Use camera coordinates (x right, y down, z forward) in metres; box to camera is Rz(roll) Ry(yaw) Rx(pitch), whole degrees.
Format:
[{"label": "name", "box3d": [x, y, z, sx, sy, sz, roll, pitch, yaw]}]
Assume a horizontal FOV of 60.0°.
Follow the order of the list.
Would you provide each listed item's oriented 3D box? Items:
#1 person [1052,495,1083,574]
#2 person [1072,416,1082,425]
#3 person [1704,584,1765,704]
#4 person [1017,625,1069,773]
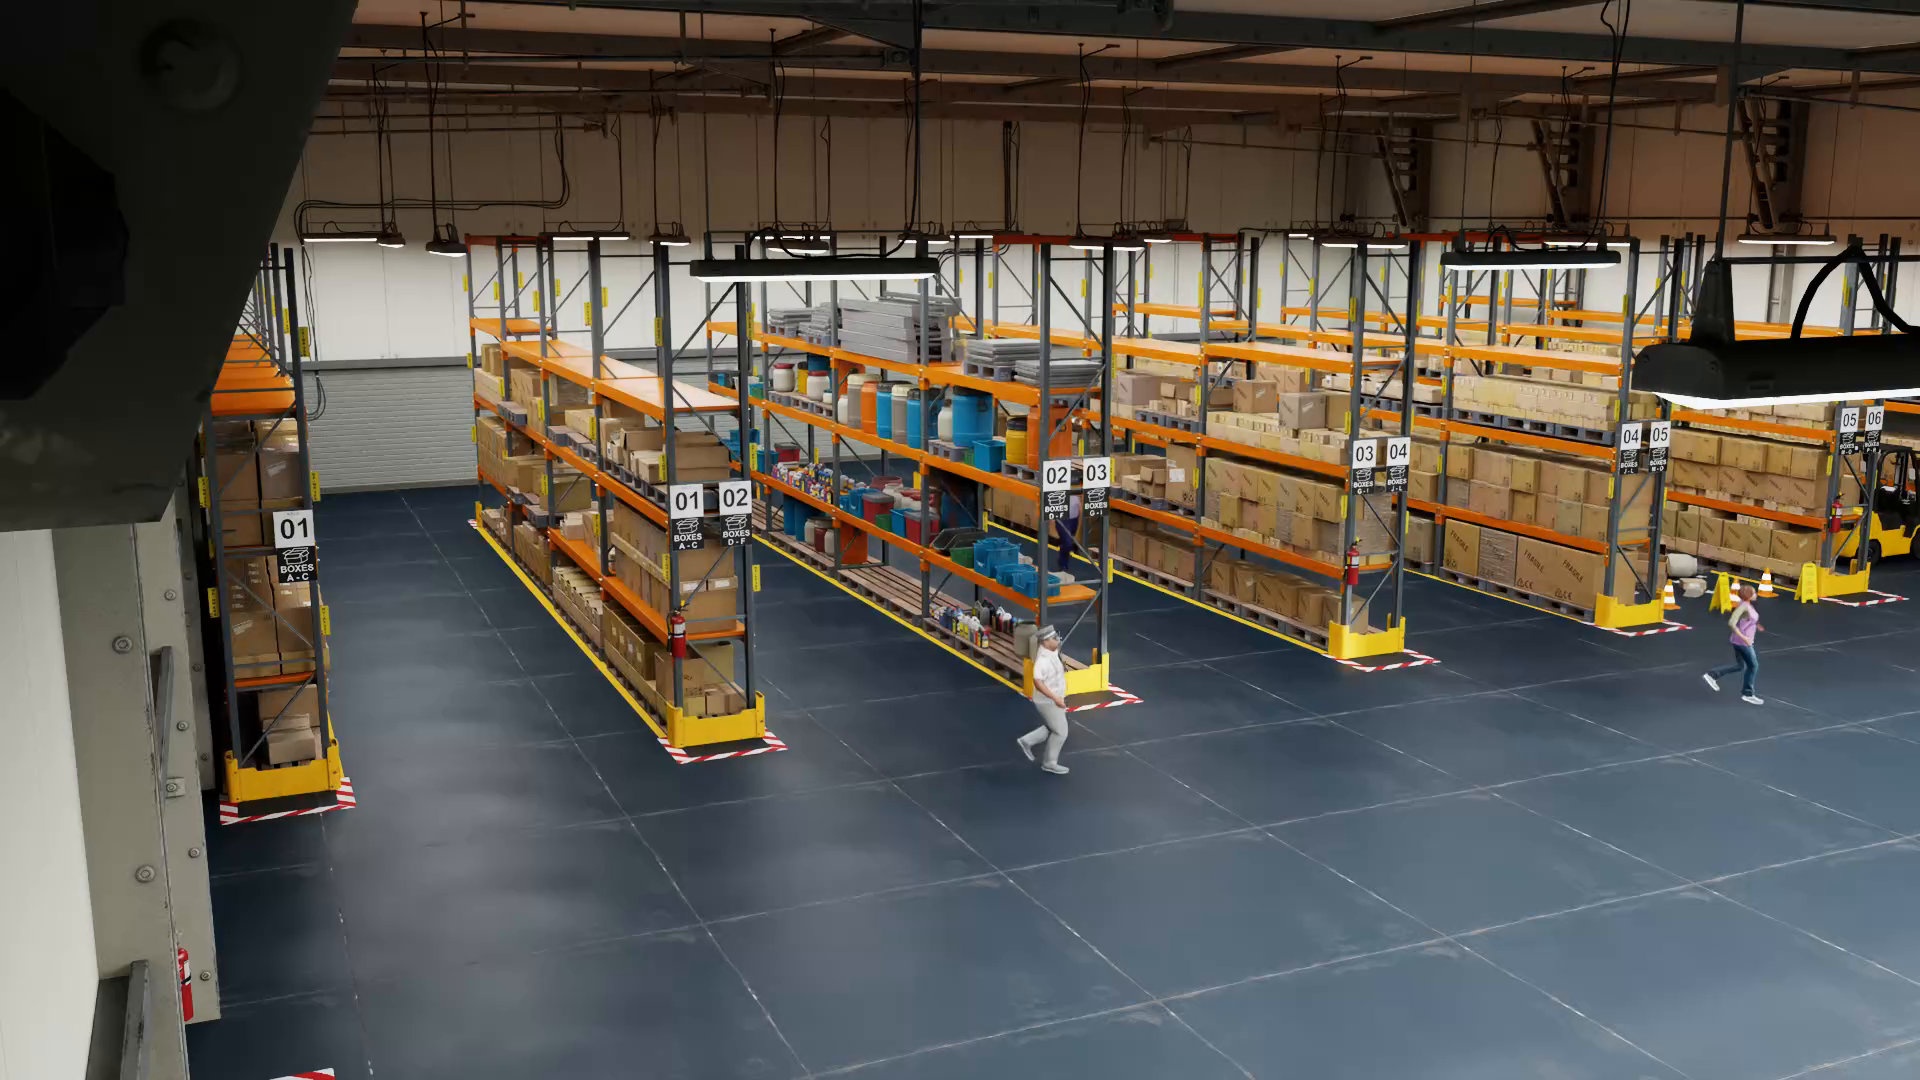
[{"label": "person", "box3d": [1.849, -0.194, 28.477, 0.576, 1.763, 0.698, -8, 14, -36]}, {"label": "person", "box3d": [2.808, -2.322, 40.633, 0.763, 1.719, 0.612, 5, 12, 25]}, {"label": "person", "box3d": [10.288, 1.360, 21.997, 0.756, 1.597, 0.532, 5, 12, 23]}, {"label": "person", "box3d": [0.966, 1.827, 19.185, 0.613, 1.758, 0.658, 1, 11, 3]}]
